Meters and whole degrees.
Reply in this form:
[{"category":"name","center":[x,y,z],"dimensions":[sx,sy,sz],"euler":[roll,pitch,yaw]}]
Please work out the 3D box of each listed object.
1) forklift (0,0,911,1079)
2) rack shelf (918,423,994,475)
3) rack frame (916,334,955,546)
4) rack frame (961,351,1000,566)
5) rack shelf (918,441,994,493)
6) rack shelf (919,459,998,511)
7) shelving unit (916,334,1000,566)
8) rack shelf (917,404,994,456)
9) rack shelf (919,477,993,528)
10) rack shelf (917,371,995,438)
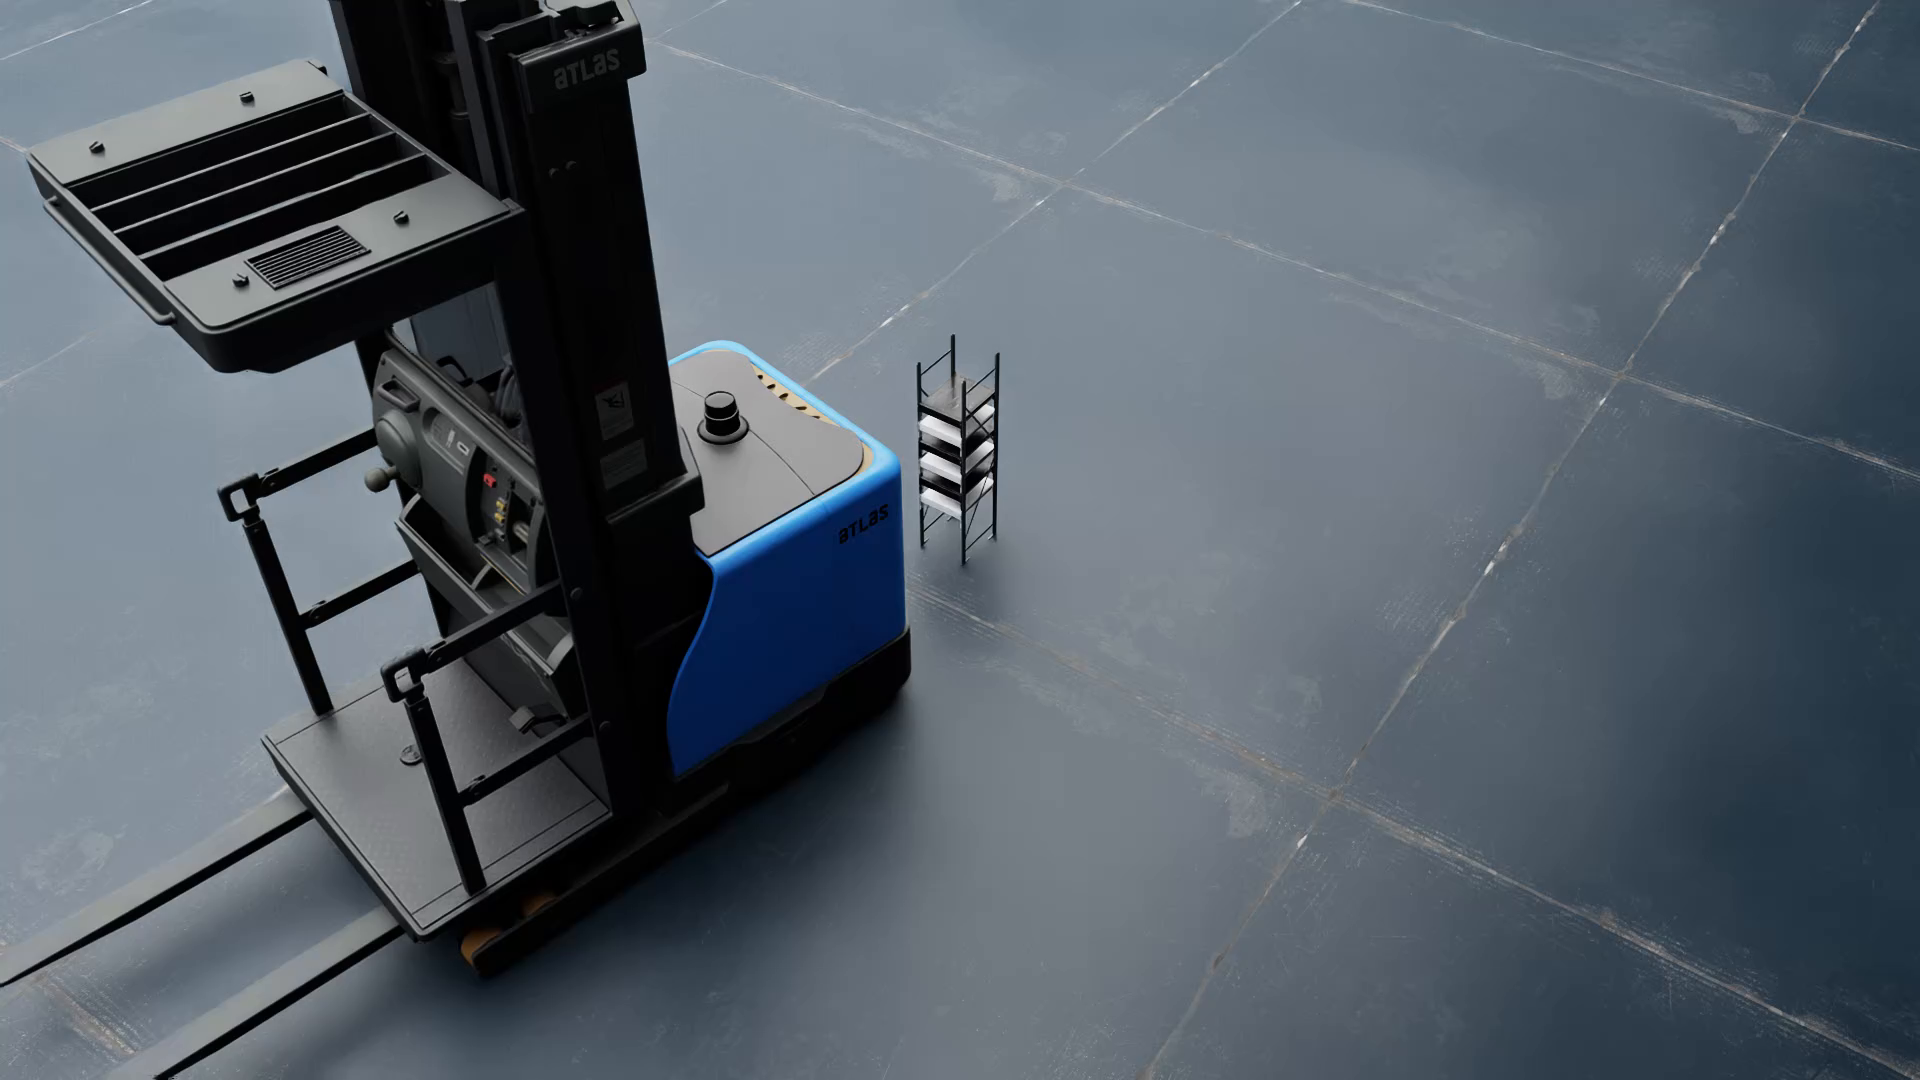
[{"category":"forklift","center":[-1.605,-0.133,4.701],"dimensions":[3.031,2.935,1.130],"euler":[-32,51,-30]},{"category":"rack shelf","center":[-0.007,-0.381,6.416],"dimensions":[0.200,0.077,0.258],"euler":[25,48,25]},{"category":"rack frame","center":[-0.090,-0.377,6.497],"dimensions":[0.006,0.900,0.240],"euler":[25,48,25]},{"category":"rack frame","center":[0.077,-0.300,6.410],"dimensions":[0.006,0.900,0.240],"euler":[25,48,25]},{"category":"rack shelf","center":[-0.007,-0.314,6.476],"dimensions":[0.200,0.077,0.258],"euler":[25,48,25]},{"category":"rack shelf","center":[-0.007,-0.247,6.536],"dimensions":[0.200,0.077,0.258],"euler":[25,48,25]},{"category":"shelving unit","center":[-0.007,-0.338,6.453],"dimensions":[0.210,0.900,0.258],"euler":[25,48,25]},{"category":"rack shelf","center":[-0.007,-0.448,6.356],"dimensions":[0.200,0.077,0.258],"euler":[25,48,25]},{"category":"rack shelf","center":[-0.007,-0.179,6.596],"dimensions":[0.200,0.077,0.258],"euler":[25,48,25]},{"category":"rack shelf","center":[-0.007,-0.515,6.296],"dimensions":[0.200,0.077,0.258],"euler":[25,48,25]}]
